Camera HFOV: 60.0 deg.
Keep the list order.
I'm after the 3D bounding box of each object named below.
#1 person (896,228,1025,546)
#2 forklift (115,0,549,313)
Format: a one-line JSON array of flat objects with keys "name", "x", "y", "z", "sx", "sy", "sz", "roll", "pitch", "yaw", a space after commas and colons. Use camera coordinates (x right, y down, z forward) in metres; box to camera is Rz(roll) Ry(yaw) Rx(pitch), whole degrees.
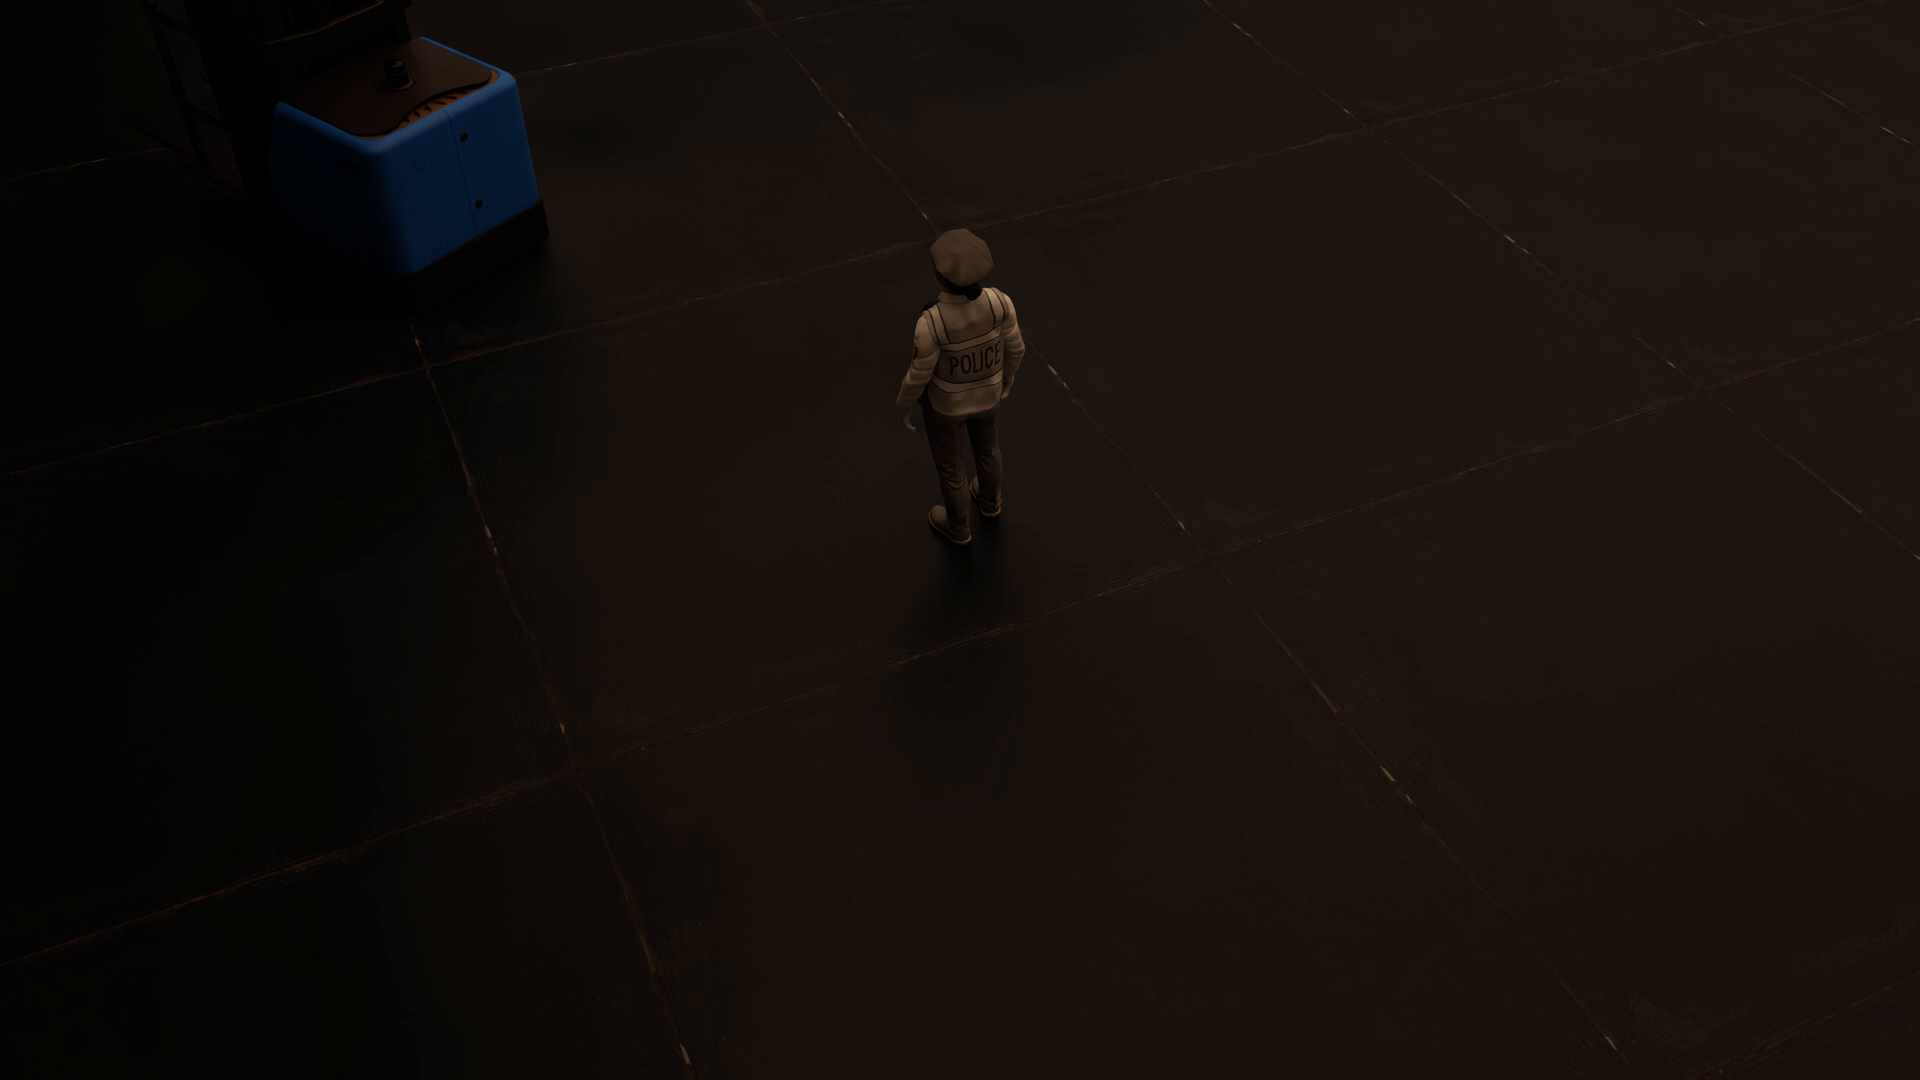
[{"name": "person", "x": -0.022, "y": -0.670, "z": 7.293, "sx": 0.586, "sy": 1.694, "sz": 0.530, "roll": -18, "pitch": 46, "yaw": -18}, {"name": "forklift", "x": -3.857, "y": -3.131, "z": 9.035, "sx": 3.031, "sy": 2.935, "sz": 1.130, "roll": 27, "pitch": 49, "yaw": 26}]
